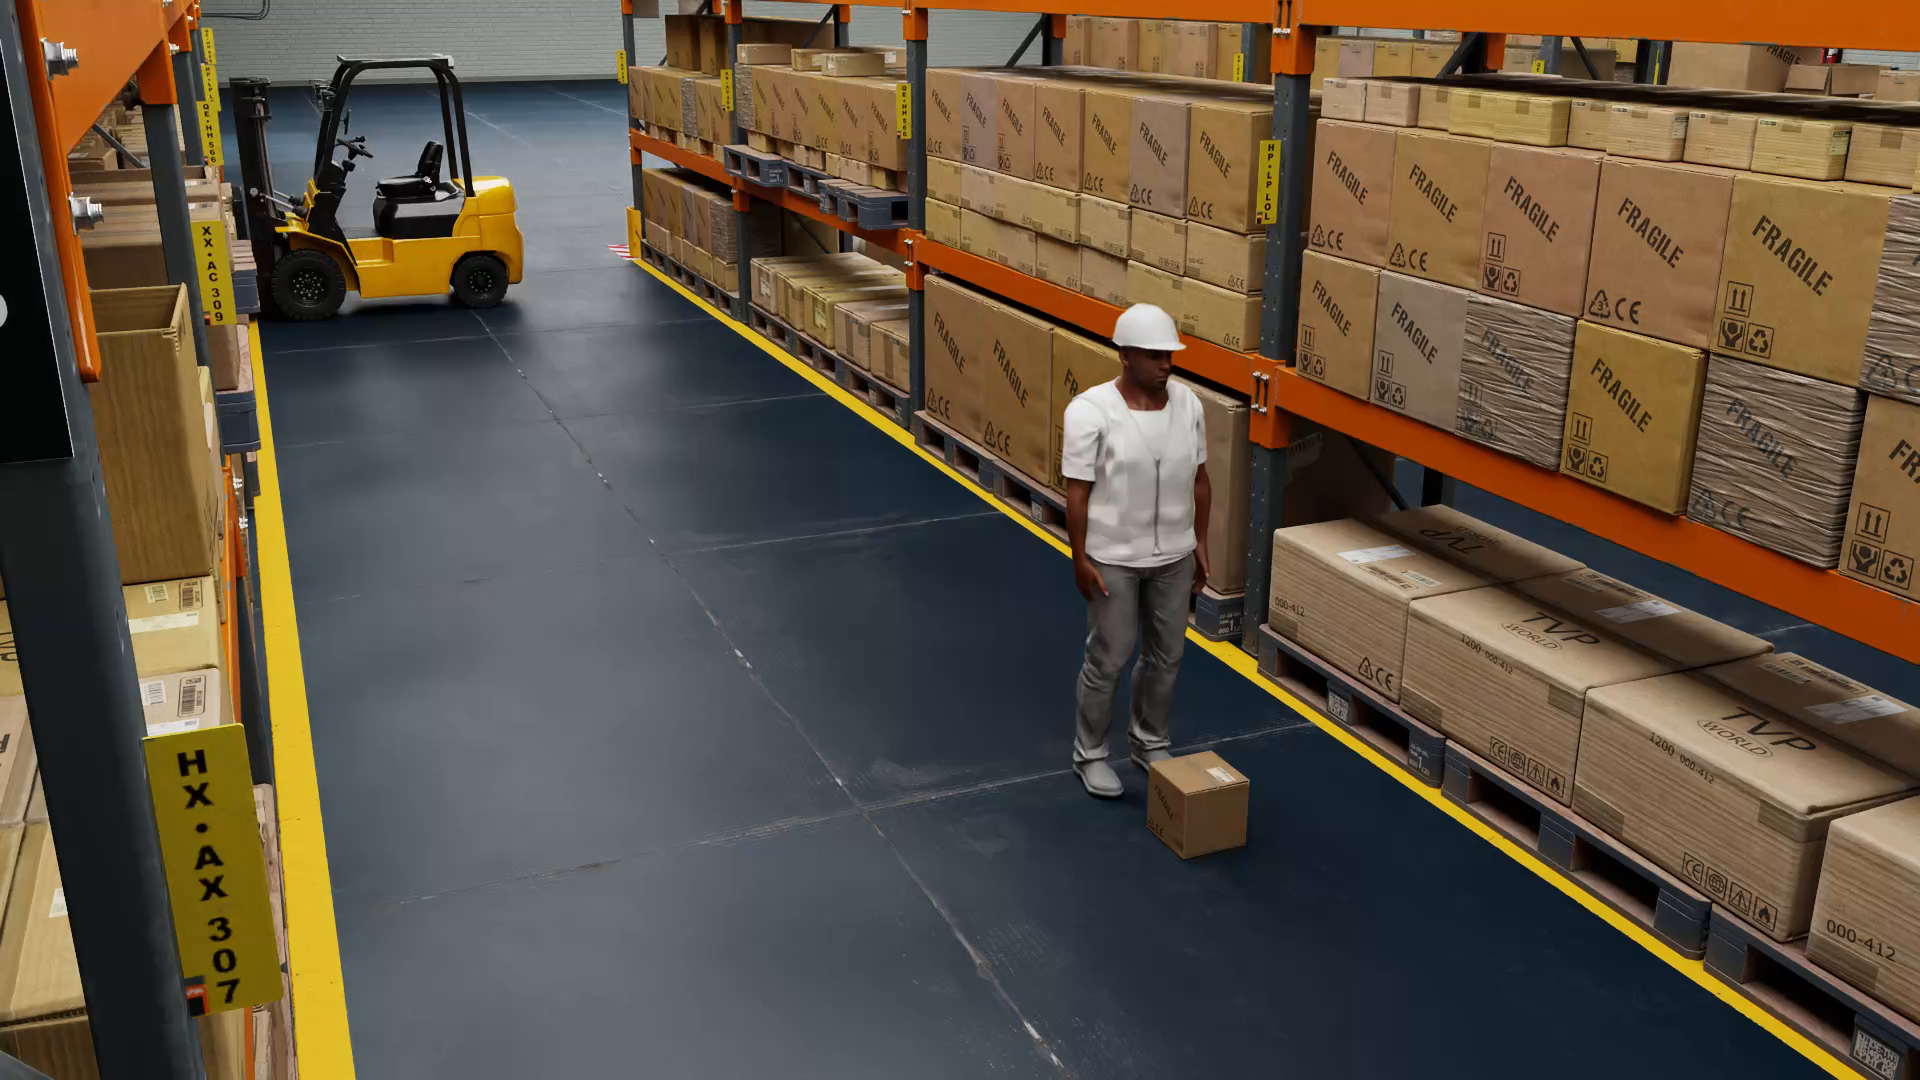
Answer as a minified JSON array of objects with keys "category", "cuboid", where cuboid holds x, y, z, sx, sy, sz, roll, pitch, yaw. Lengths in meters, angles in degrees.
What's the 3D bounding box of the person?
[{"category":"person","cuboid":[0.637,0.041,5.910,0.563,1.762,0.355,-7,20,-21]}]
